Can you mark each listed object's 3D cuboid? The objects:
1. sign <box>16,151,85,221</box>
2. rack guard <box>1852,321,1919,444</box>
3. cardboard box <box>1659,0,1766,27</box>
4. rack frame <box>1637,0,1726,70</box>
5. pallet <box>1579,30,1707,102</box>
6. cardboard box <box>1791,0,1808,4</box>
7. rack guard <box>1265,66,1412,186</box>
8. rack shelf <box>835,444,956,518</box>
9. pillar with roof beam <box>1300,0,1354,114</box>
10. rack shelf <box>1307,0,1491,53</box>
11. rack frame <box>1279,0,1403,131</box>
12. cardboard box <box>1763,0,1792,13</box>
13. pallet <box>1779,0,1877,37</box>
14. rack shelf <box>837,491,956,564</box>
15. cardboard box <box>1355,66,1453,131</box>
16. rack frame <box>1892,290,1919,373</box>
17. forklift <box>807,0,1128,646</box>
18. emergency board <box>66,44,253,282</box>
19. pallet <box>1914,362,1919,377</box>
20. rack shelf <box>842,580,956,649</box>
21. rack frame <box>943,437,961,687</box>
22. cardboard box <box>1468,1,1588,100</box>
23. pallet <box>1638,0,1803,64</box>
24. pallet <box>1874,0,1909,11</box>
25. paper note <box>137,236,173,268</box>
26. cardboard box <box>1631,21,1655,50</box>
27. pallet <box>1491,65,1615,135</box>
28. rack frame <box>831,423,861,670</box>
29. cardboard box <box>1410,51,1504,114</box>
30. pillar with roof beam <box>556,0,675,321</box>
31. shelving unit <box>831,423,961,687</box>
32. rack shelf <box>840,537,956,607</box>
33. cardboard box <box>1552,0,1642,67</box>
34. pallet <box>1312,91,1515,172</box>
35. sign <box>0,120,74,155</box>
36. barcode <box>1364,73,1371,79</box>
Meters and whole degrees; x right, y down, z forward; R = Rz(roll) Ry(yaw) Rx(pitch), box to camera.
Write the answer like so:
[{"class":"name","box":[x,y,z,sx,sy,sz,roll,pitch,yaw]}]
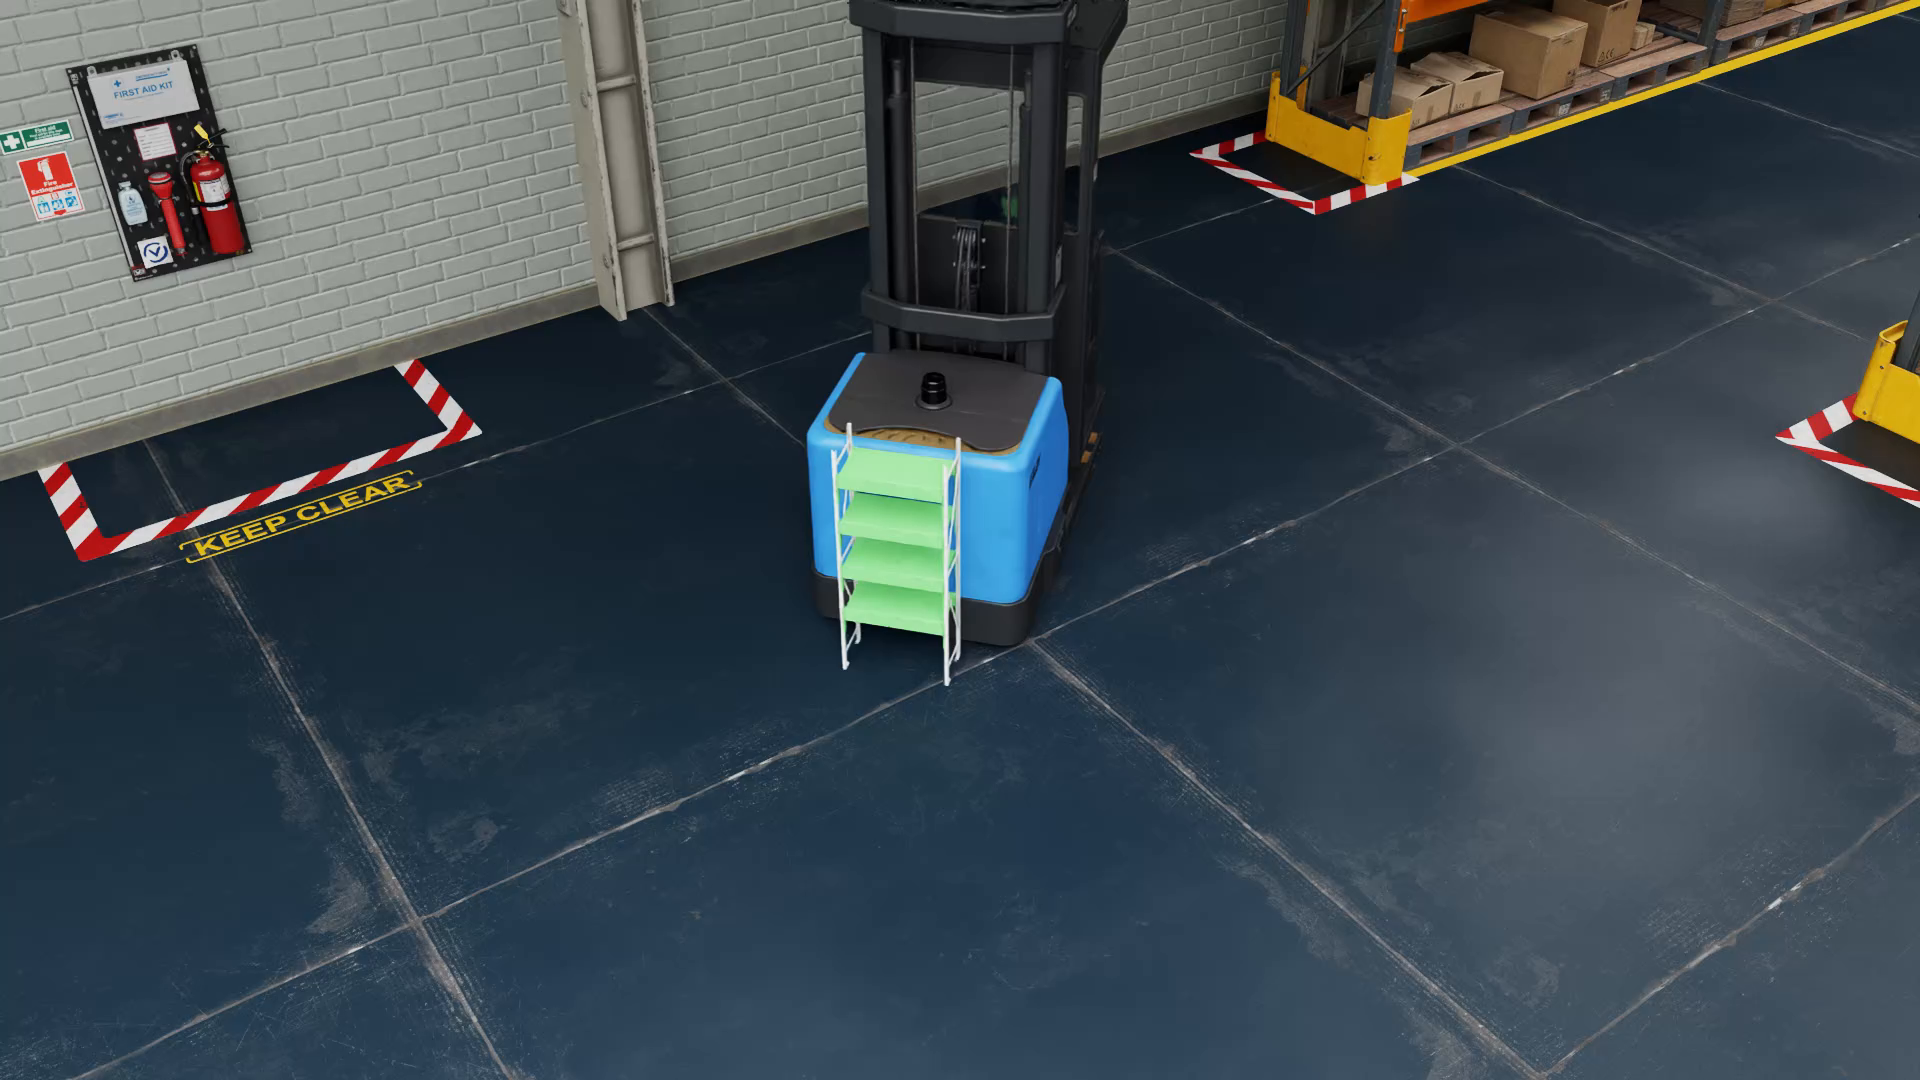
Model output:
[{"class":"sign","box":[-4.628,-1.802,8.469,0.234,0.329,0.001,-22,41,-28]},{"class":"rack guard","box":[5.593,-0.721,9.138,0.348,0.500,1.175,-22,41,-28]},{"class":"cardboard box","box":[6.618,-4.871,14.532,0.500,0.500,0.700,-21,41,-26]},{"class":"rack frame","box":[6.026,-5.452,13.575,0.127,3.000,1.000,-22,41,-28]},{"class":"pallet","box":[5.497,-4.077,14.052,1.213,0.211,1.003,-22,41,-28]},{"class":"cardboard box","box":[7.452,-5.222,15.019,0.500,0.500,0.700,-22,41,-27]},{"class":"rack guard","box":[2.818,-3.118,12.470,0.348,0.500,1.175,-22,41,-28]},{"class":"rack shelf","box":[-0.271,-0.256,7.179,0.480,0.148,0.258,8,37,11]},{"class":"pillar with roof beam","box":[5.310,-5.136,7.997,0.400,9.000,9.100,-22,41,-28]},{"class":"rack shelf","box":[4.391,-4.487,12.850,4.000,0.370,1.077,-22,41,-28]},{"class":"rack frame","box":[2.756,-4.107,11.704,0.127,3.000,1.000,-22,41,-28]},{"class":"cardboard box","box":[7.011,-5.069,14.807,0.500,0.500,0.700,-23,42,-29]},{"class":"pallet","box":[7.659,-4.995,15.328,1.213,0.211,1.003,-22,41,-28]},{"class":"rack shelf","box":[-0.271,-0.061,7.319,0.480,0.148,0.258,8,37,11]},{"class":"cardboard box","box":[3.373,-3.384,12.625,0.500,0.311,0.500,-28,44,-33]},{"class":"rack frame","box":[5.613,-1.744,8.419,0.127,3.000,1.000,-22,41,-28]},{"class":"forklift","box":[0.163,-1.556,8.216,1.130,2.935,3.031,9,37,12]},{"class":"emergency board","box":[-4.116,-1.924,8.669,0.643,1.169,0.194,-22,41,-28]},{"class":"pallet","box":[6.214,-0.889,9.619,1.213,0.211,1.003,-22,41,-28]},{"class":"rack shelf","box":[-0.271,0.329,7.599,0.480,0.148,0.258,8,37,11]},{"class":"rack frame","box":[-0.034,0.117,7.373,0.015,1.200,0.240,8,37,11]},{"class":"cardboard box","box":[4.468,-3.875,13.146,0.500,0.500,0.700,-25,43,-31]},{"class":"pallet","box":[6.661,-4.583,14.754,1.213,0.211,1.003,-22,41,-28]},{"class":"pallet","box":[8.656,-5.403,15.896,1.213,0.211,1.003,-22,41,-28]},{"class":"paper note","box":[-4.301,-1.540,8.890,0.142,0.148,0.016,-22,41,-28]},{"class":"cardboard box","box":[5.606,-4.286,14.004,0.250,0.166,0.380,-28,44,-33]},{"class":"pallet","box":[4.499,-3.665,13.478,1.213,0.211,1.003,-22,41,-28]},{"class":"rack frame","box":[-0.507,0.048,7.470,0.015,1.200,0.240,8,37,11]},{"class":"cardboard box","box":[3.839,-3.575,12.892,0.500,0.311,0.500,-19,40,-24]},{"class":"pillar with roof beam","box":[0.406,-3.118,5.191,0.400,9.000,9.100,-22,41,-28]},{"class":"shelving unit","box":[-0.271,0.082,7.422,0.503,1.200,0.258,8,37,11]},{"class":"rack shelf","box":[-0.271,0.134,7.459,0.480,0.148,0.258,8,37,11]},{"class":"cardboard box","box":[5.200,-4.248,13.665,0.500,0.500,0.500,-26,43,-31]},{"class":"pallet","box":[3.503,-3.257,12.911,1.213,0.211,1.003,-22,41,-28]},{"class":"sign","box":[-4.619,-2.014,8.310,0.331,0.109,0.001,-22,41,-28]},{"class":"barcode","box":[3.158,-3.584,12.896,0.075,0.075,0.001,-22,41,-28]}]
